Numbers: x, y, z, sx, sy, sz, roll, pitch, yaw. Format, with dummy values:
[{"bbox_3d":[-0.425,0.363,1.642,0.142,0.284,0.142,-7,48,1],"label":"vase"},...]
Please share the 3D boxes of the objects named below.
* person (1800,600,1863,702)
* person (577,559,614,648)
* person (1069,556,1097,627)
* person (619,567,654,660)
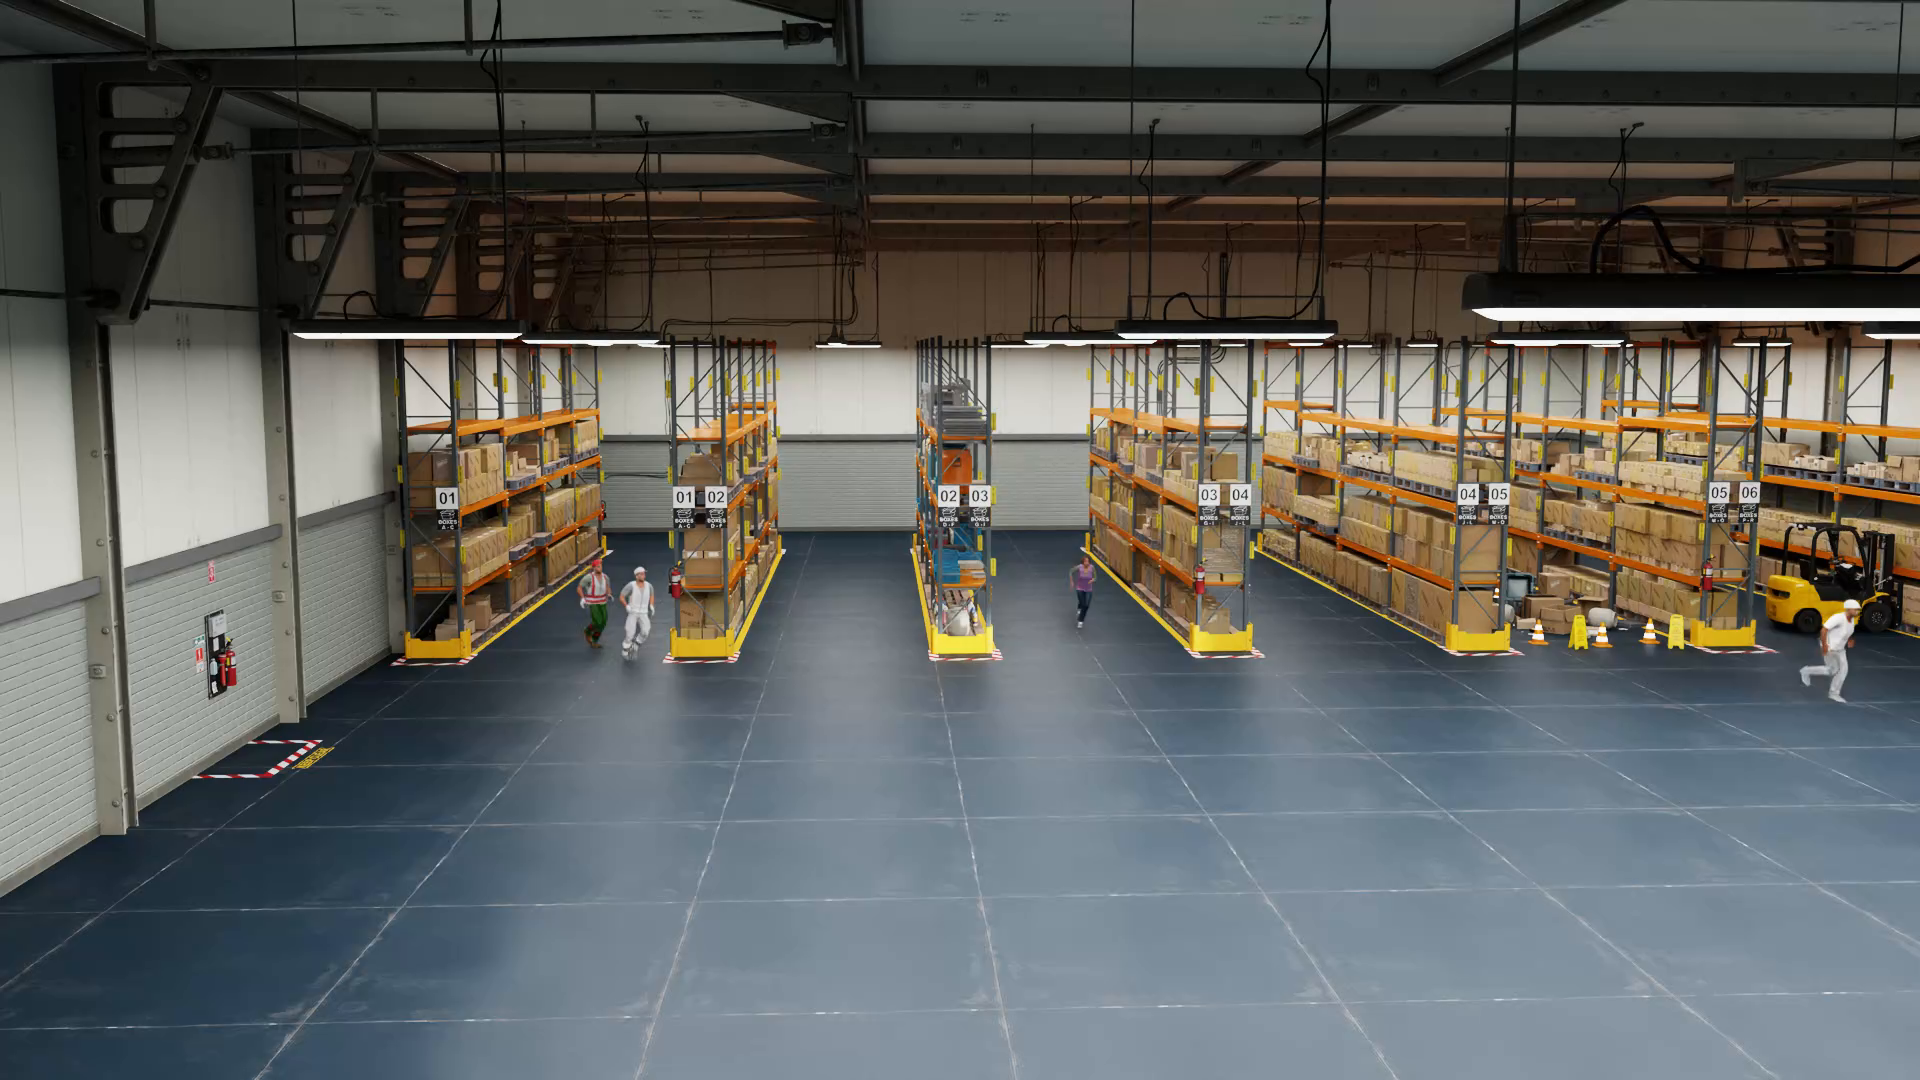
[{"bbox_3d":[14.368,1.795,27.432,0.701,1.702,0.920,-5,8,-40],"label":"person"},{"bbox_3d":[-6.970,1.229,31.990,0.632,1.730,0.669,6,9,44],"label":"person"},{"bbox_3d":[2.563,1.069,34.431,0.524,1.527,0.662,-1,7,-10],"label":"person"},{"bbox_3d":[-5.937,1.361,30.773,0.724,1.723,0.582,-4,8,-30],"label":"person"}]
